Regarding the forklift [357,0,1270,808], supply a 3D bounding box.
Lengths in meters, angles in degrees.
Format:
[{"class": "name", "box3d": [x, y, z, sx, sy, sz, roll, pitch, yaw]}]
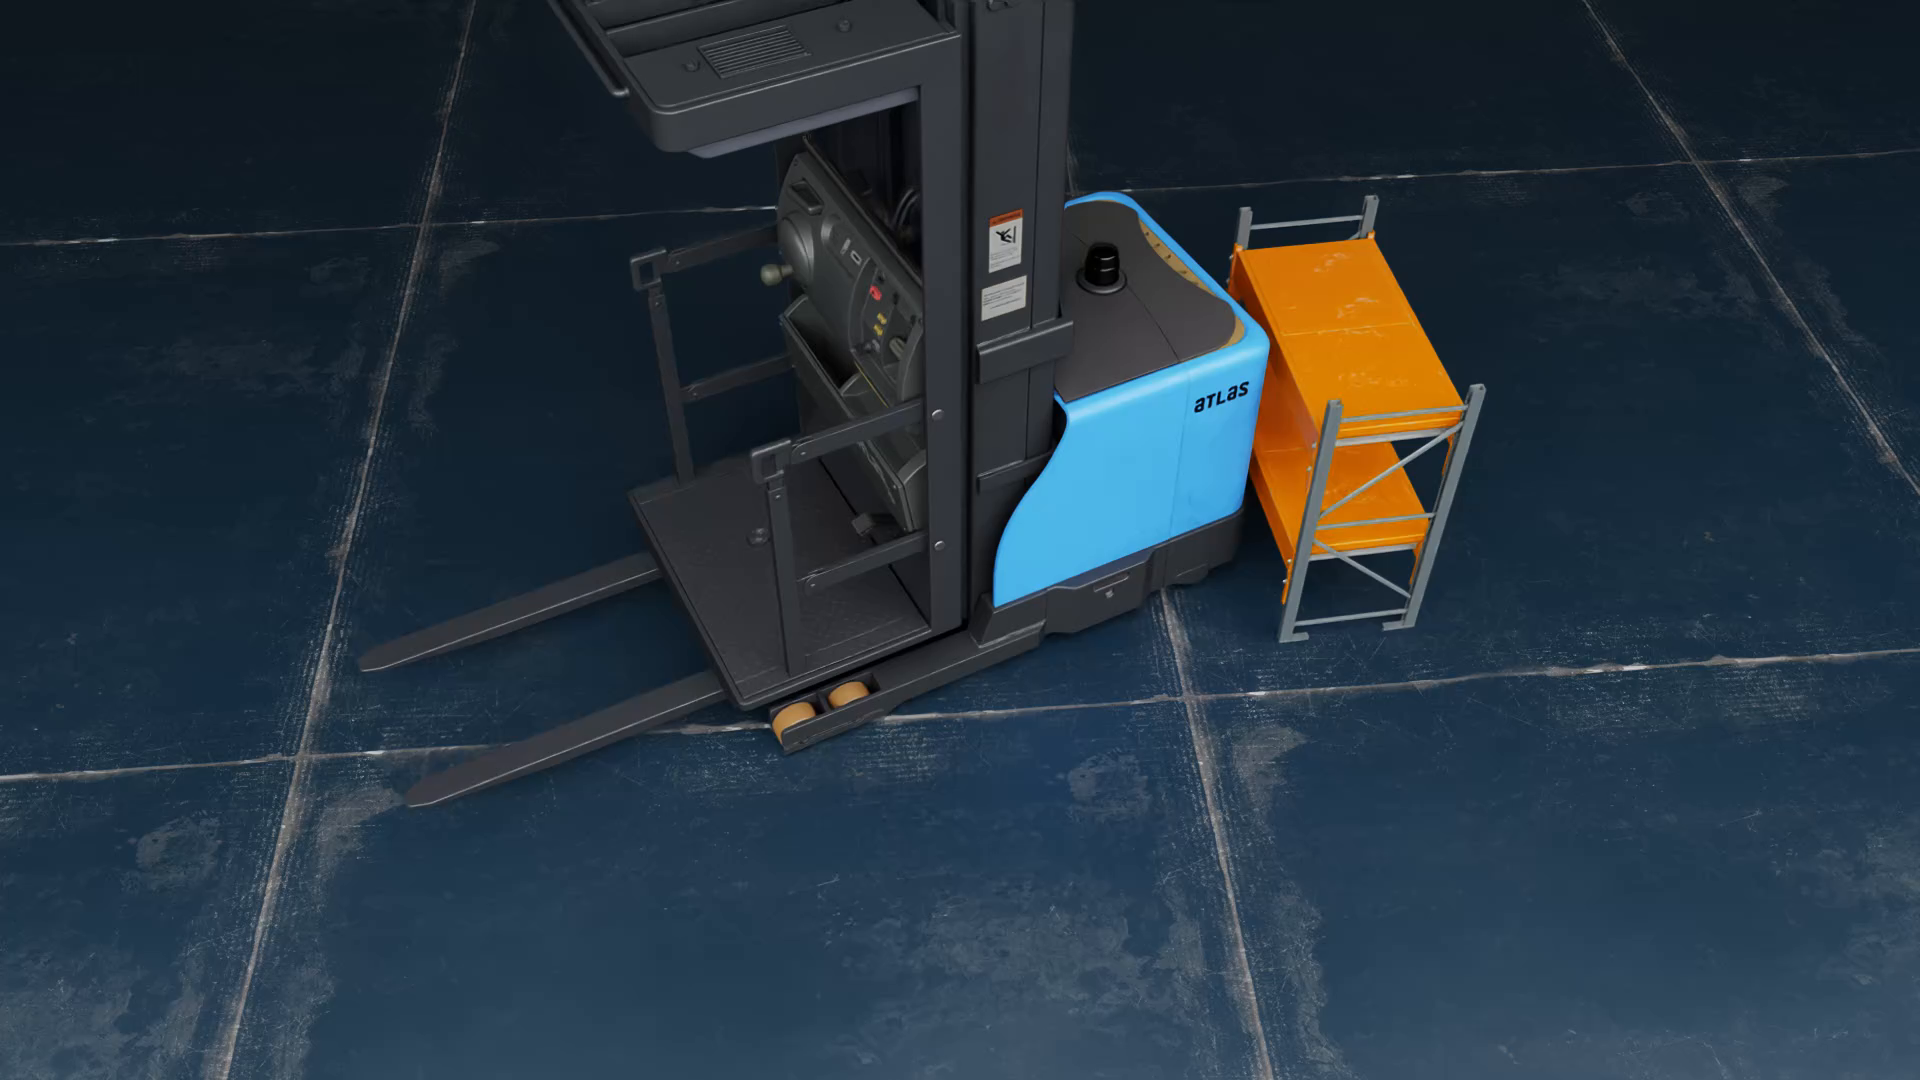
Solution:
[{"class": "forklift", "box3d": [-0.520, -0.744, 4.936, 3.031, 2.935, 1.130, -21, 50, -18]}]

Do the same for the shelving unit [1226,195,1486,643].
[{"class": "shelving unit", "box3d": [1.300, -0.424, 5.877, 0.538, 1.125, 1.048, -6, 47, -6]}]

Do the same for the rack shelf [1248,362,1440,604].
[{"class": "rack shelf", "box3d": [1.299, -0.256, 6.055, 0.538, 0.278, 1.000, -6, 47, -6]}]

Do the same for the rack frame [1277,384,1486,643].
[{"class": "rack frame", "box3d": [1.378, -0.060, 5.532, 0.500, 1.125, 0.032, -6, 47, -6]}]

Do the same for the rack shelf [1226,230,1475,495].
[{"class": "rack shelf", "box3d": [1.300, -0.626, 5.664, 0.538, 0.278, 1.000, -6, 47, -6]}]

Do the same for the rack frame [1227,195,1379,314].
[{"class": "rack frame", "box3d": [1.221, -0.789, 6.222, 0.500, 1.125, 0.032, -6, 47, -6]}]
